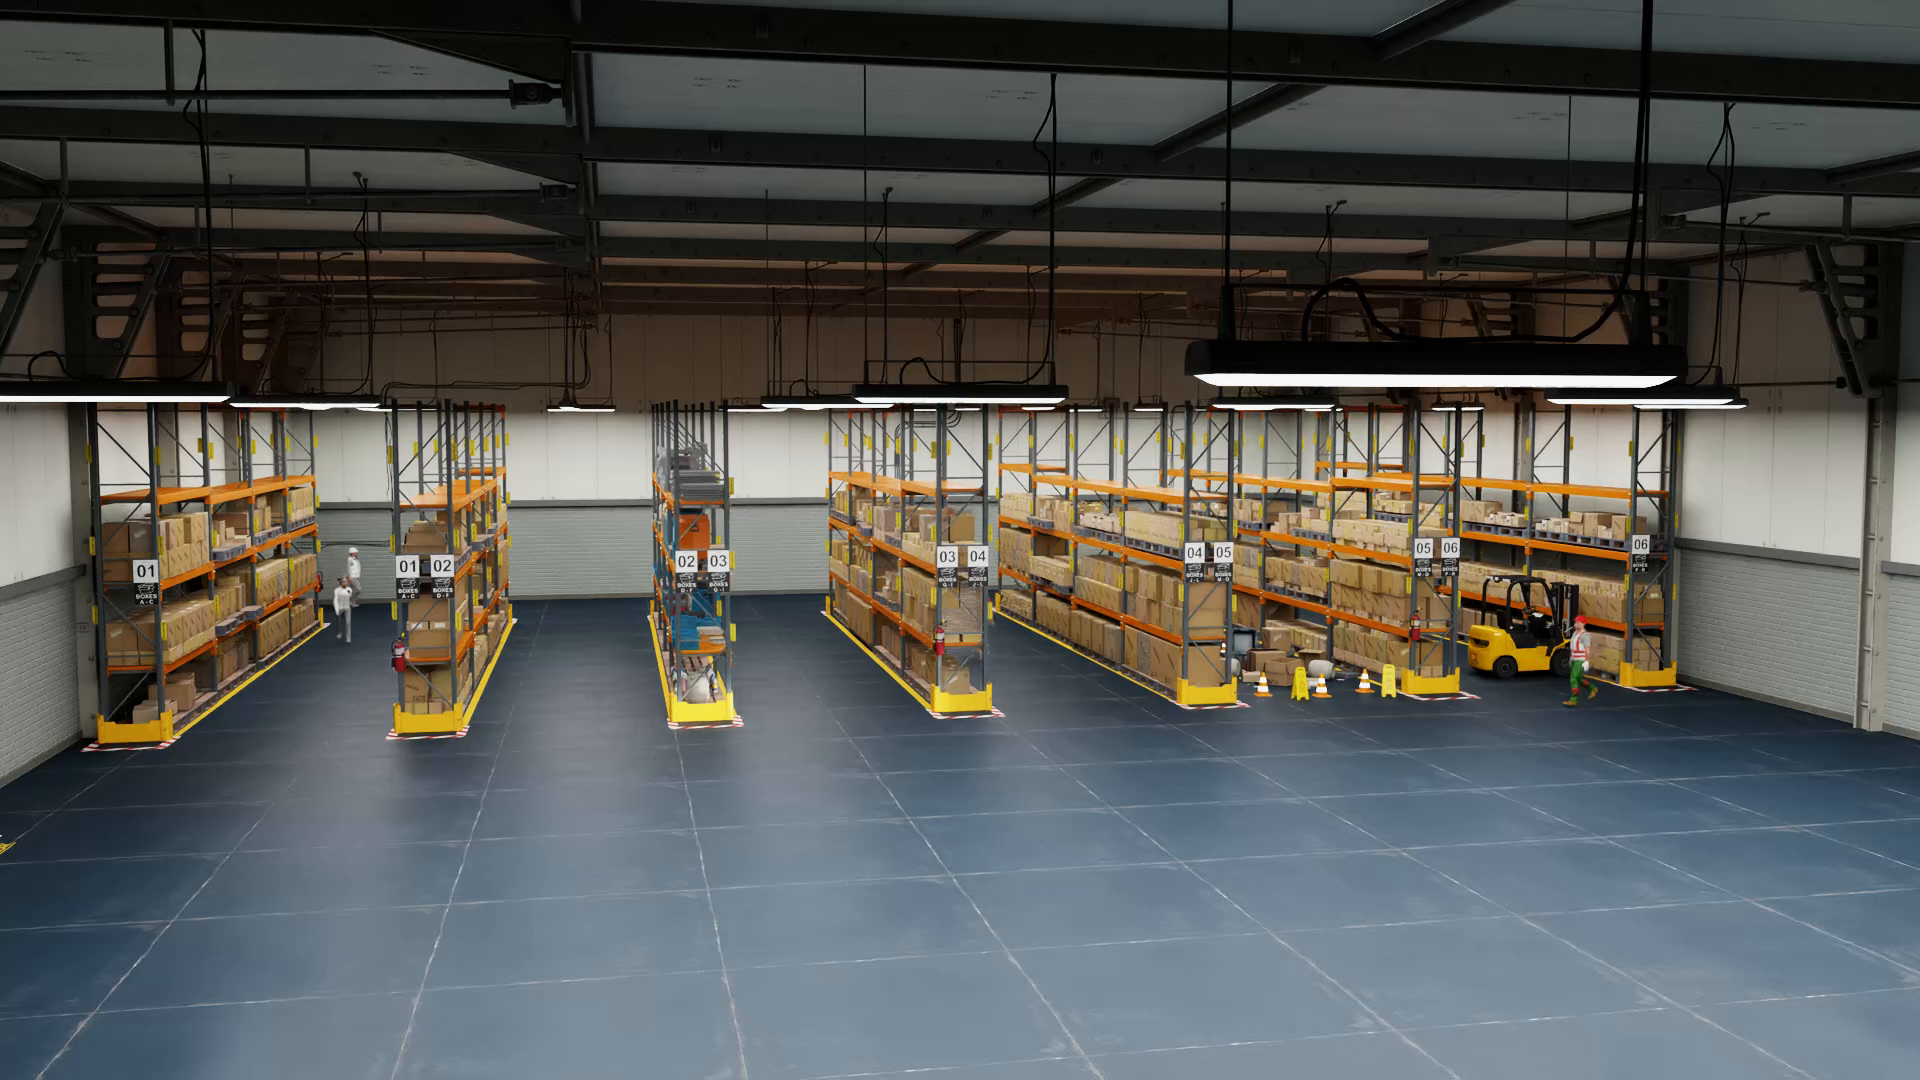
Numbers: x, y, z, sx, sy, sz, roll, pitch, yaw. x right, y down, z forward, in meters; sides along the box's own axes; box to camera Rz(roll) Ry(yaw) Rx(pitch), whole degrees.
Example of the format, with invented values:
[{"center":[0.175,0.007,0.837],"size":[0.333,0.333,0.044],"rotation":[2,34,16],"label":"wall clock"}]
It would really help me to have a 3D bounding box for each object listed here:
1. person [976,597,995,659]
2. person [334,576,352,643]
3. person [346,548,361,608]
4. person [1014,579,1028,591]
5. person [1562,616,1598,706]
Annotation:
[{"center":[0.515,1.912,39.189],"size":[0.554,1.657,1.088],"rotation":[-2,5,-20],"label":"person"},{"center":[-15.519,1.728,41.831],"size":[0.445,1.640,0.989],"rotation":[-2,5,-22],"label":"person"},{"center":[-17.949,1.112,49.301],"size":[0.426,1.782,0.561],"rotation":[-1,4,-8],"label":"person"},{"center":[1.911,0.958,51.378],"size":[0.557,1.767,0.783],"rotation":[3,5,38],"label":"person"},{"center":[12.234,2.365,32.703],"size":[0.824,1.771,0.551],"rotation":[-1,4,-8],"label":"person"}]
